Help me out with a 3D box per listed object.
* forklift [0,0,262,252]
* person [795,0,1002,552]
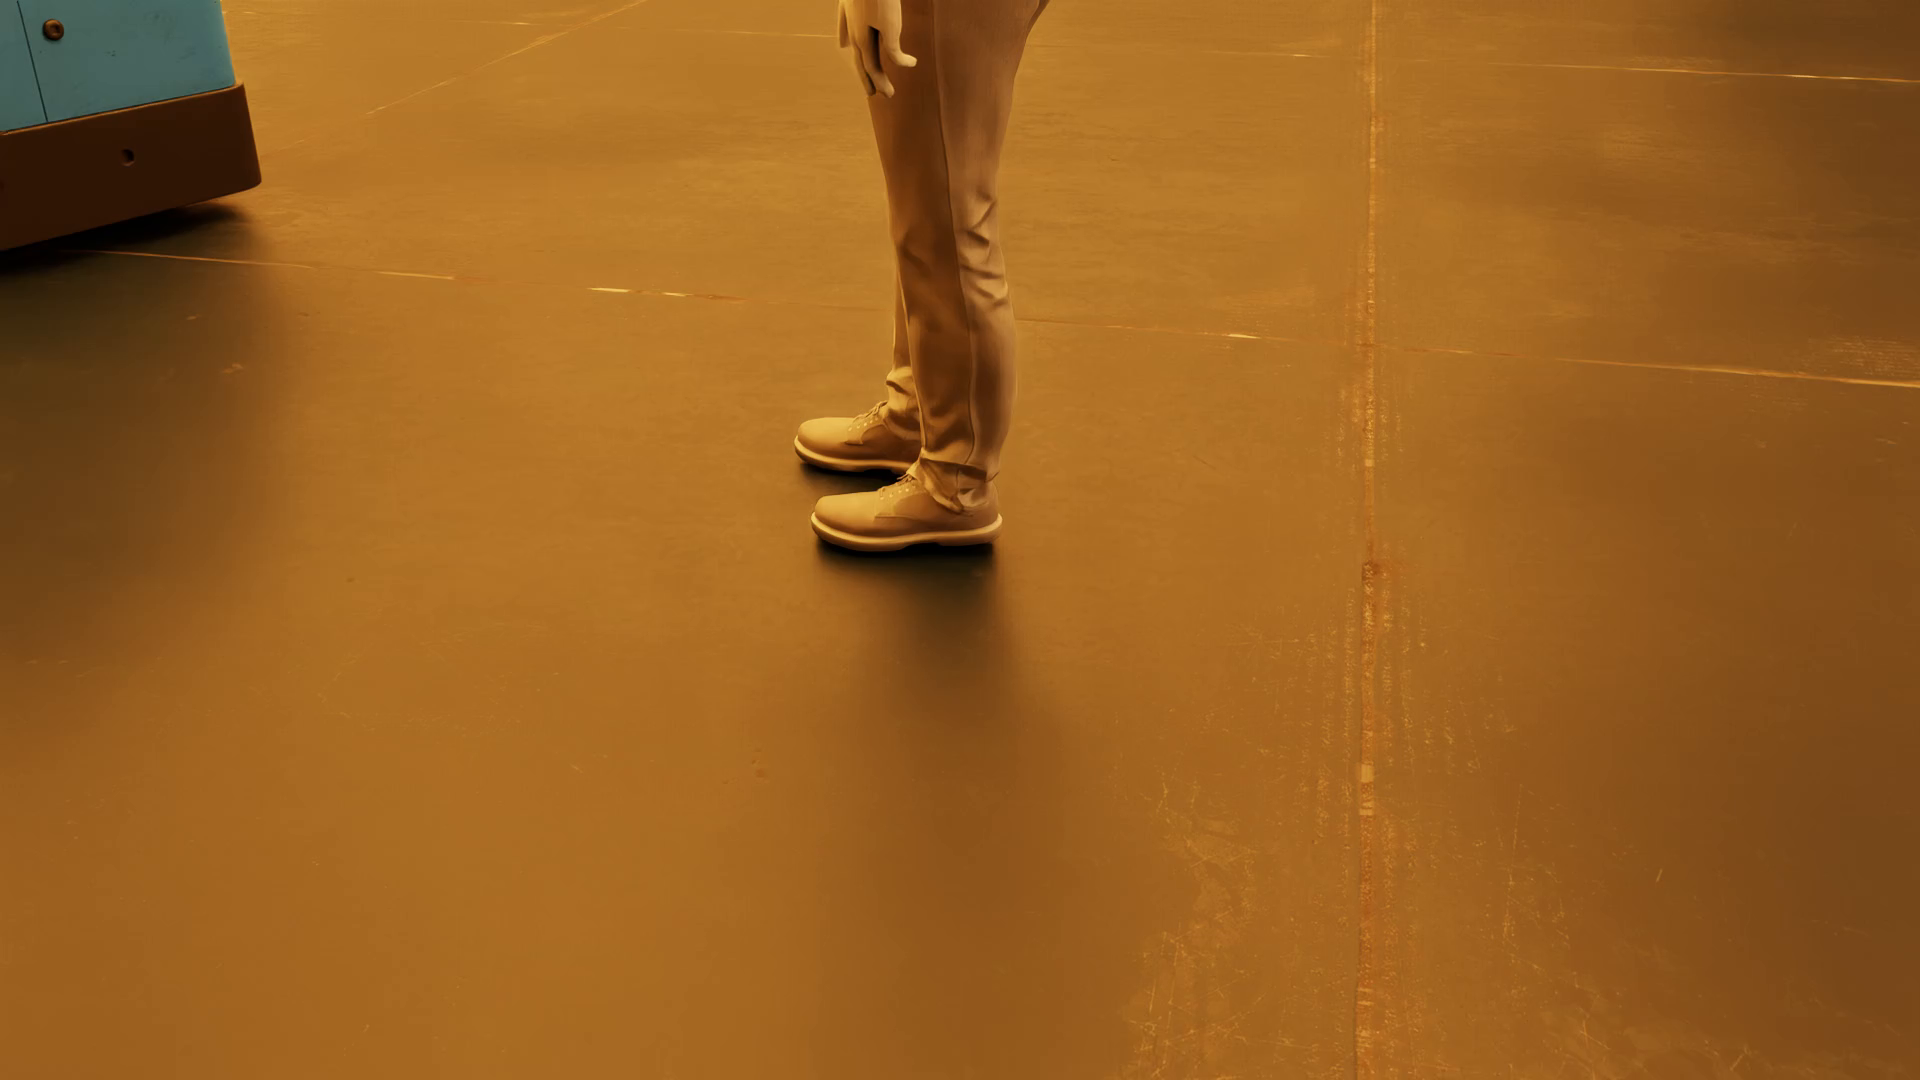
[{"bbox_3d":[-3.218,-2.305,3.815,3.031,2.935,1.130,17,31,30],"label":"forklift"},{"bbox_3d":[-0.065,-0.773,2.134,0.531,1.695,0.588,6,27,11],"label":"person"}]
